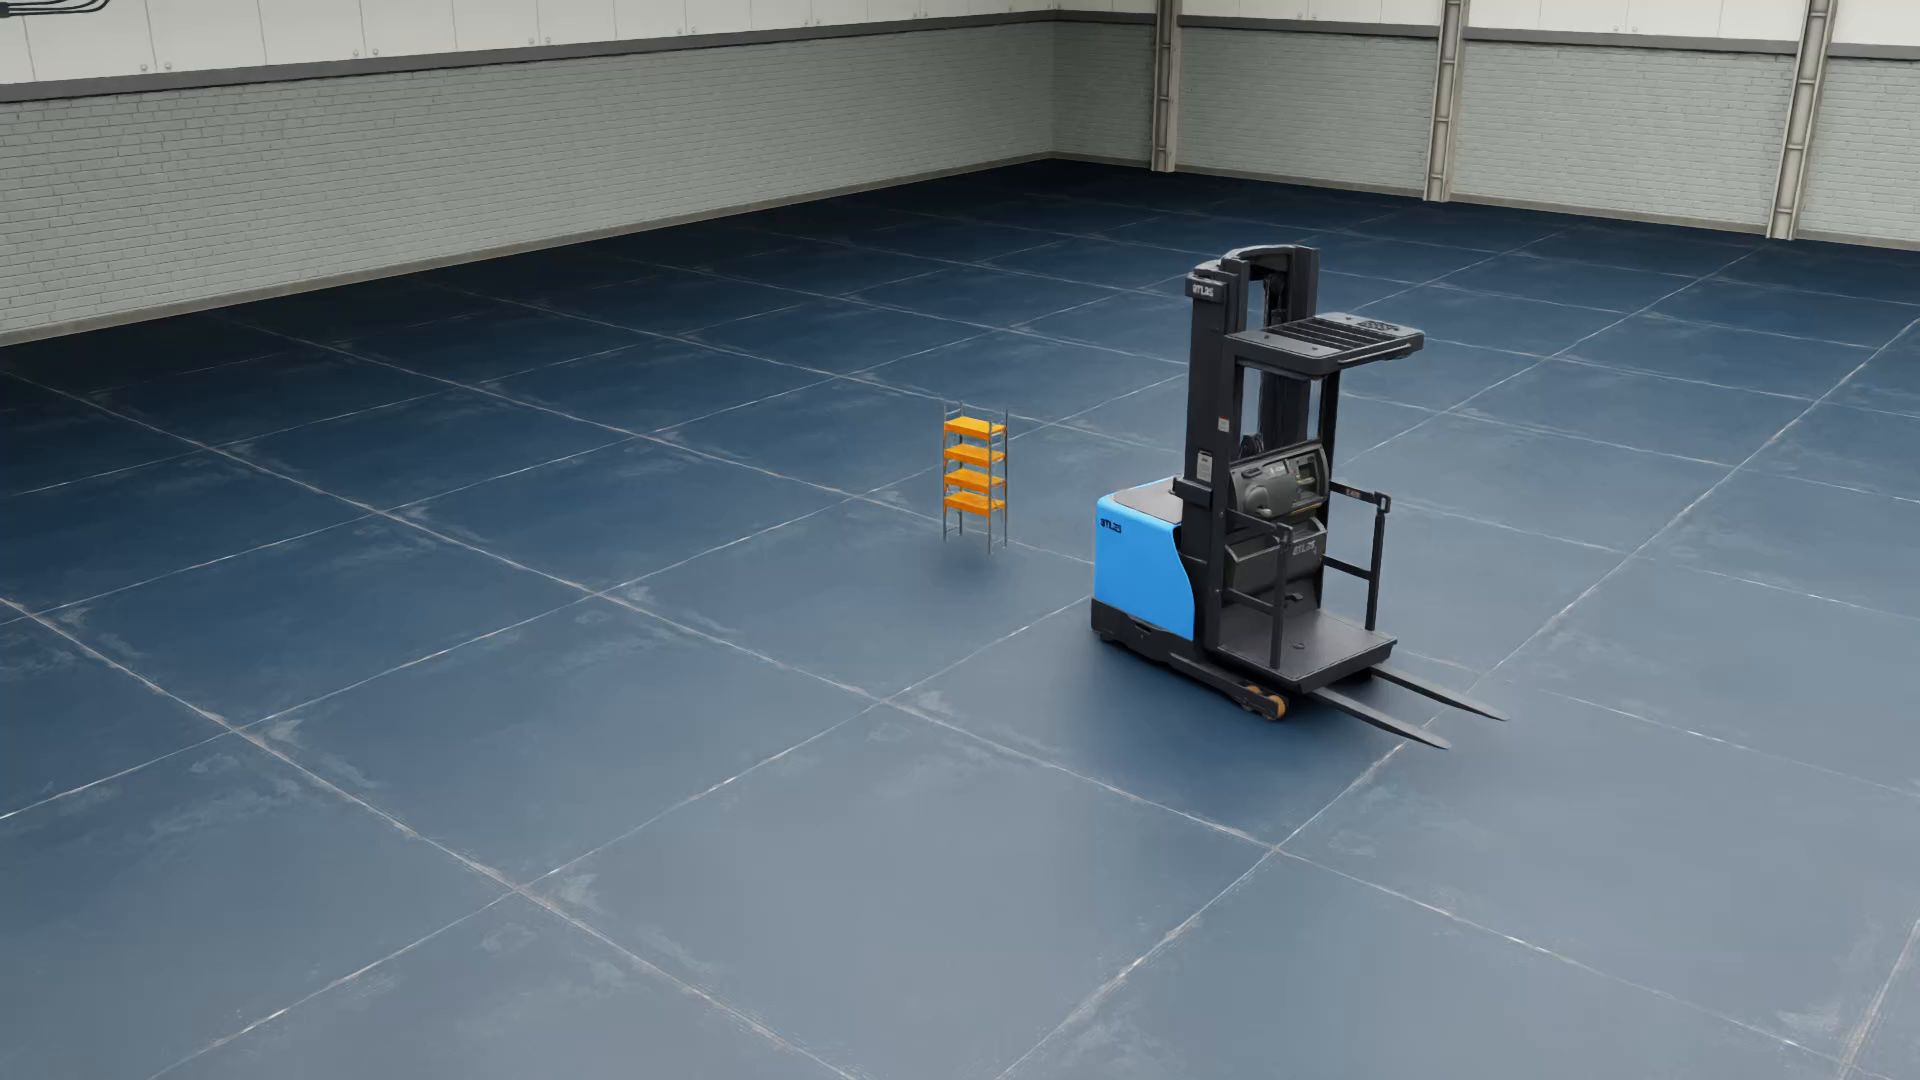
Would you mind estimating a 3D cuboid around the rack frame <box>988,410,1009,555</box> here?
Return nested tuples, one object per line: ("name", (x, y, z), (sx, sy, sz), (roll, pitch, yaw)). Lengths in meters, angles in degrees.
("rack frame", (0.317, -0.470, 13.716), (0.015, 1.200, 0.240), (16, 26, 36))

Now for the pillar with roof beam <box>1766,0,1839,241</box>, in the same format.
("pillar with roof beam", (10.781, -8.003, 22.640), (0.400, 9.000, 9.100), (16, 26, 36))

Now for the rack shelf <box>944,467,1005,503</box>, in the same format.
("rack shelf", (0.128, -0.462, 13.884), (0.480, 0.148, 0.258), (16, 26, 36))

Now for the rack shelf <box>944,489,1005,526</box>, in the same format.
("rack shelf", (0.128, -0.276, 13.955), (0.480, 0.148, 0.258), (16, 26, 36))

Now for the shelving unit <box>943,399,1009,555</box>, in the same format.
("shelving unit", (0.128, -0.524, 13.861), (0.503, 1.200, 0.258), (16, 26, 36))

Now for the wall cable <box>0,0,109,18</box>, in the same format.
("wall cable", (-11.142, -8.448, 19.000), (0.169, 6.003, 2.305), (16, 26, 36))

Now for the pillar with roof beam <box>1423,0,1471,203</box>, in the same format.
("pillar with roof beam", (6.133, -9.342, 26.190), (0.400, 9.000, 9.100), (16, 26, 36))

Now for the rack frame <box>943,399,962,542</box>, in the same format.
("rack frame", (-0.061, -0.579, 14.005), (0.015, 1.200, 0.240), (16, 26, 36))

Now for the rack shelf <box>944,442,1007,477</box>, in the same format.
("rack shelf", (0.128, -0.671, 13.806), (0.480, 0.148, 0.258), (16, 26, 36))

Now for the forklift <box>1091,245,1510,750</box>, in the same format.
("forklift", (2.282, -0.375, 11.011), (1.130, 2.935, 3.031), (-16, 26, -36))

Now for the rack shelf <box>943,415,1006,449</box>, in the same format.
("rack shelf", (0.128, -0.892, 13.722), (0.480, 0.148, 0.258), (16, 26, 36))

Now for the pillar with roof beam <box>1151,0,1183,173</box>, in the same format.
("pillar with roof beam", (1.484, -10.680, 29.739), (0.400, 9.000, 9.100), (16, 26, 36))
